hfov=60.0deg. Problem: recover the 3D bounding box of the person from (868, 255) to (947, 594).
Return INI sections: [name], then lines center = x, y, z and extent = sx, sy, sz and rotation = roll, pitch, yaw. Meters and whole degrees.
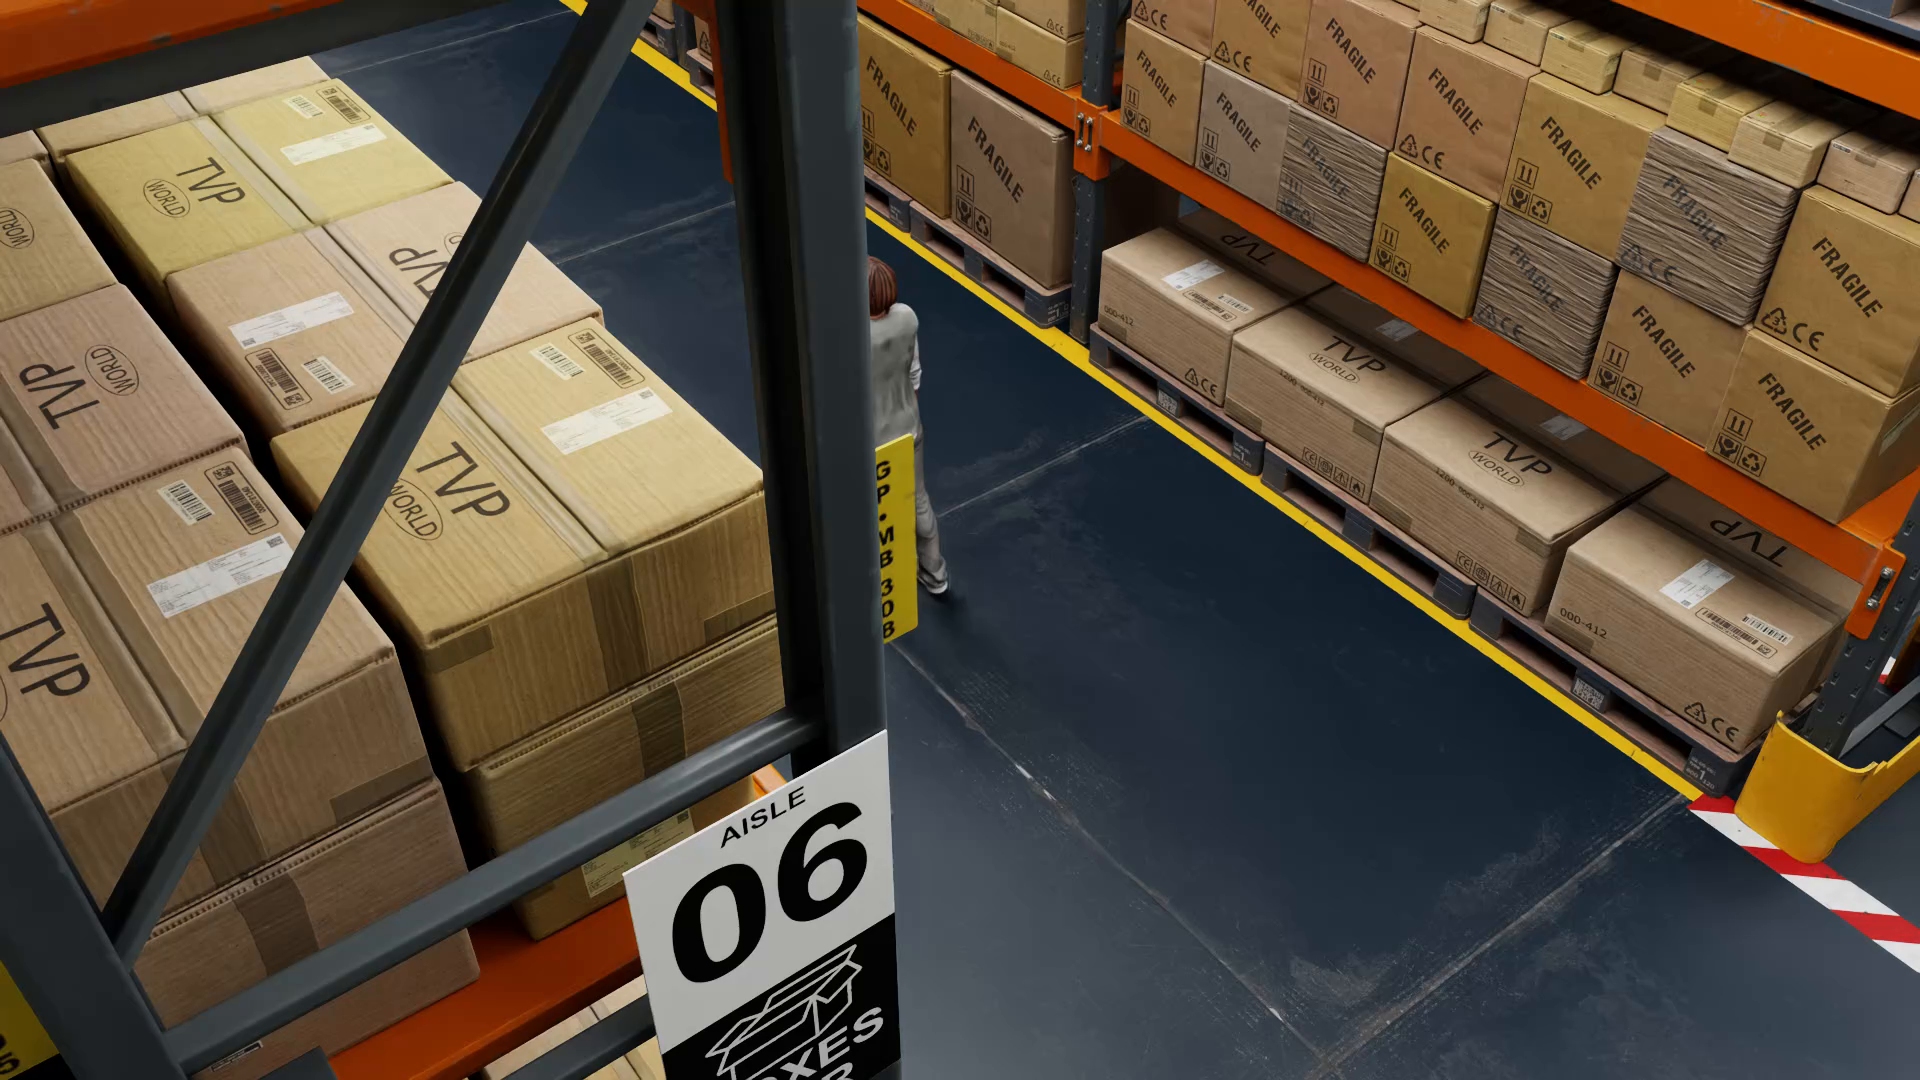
[person]
center = -0.345, -0.452, 6.696
extent = 0.418, 1.582, 0.601
rotation = -26, 47, -26
